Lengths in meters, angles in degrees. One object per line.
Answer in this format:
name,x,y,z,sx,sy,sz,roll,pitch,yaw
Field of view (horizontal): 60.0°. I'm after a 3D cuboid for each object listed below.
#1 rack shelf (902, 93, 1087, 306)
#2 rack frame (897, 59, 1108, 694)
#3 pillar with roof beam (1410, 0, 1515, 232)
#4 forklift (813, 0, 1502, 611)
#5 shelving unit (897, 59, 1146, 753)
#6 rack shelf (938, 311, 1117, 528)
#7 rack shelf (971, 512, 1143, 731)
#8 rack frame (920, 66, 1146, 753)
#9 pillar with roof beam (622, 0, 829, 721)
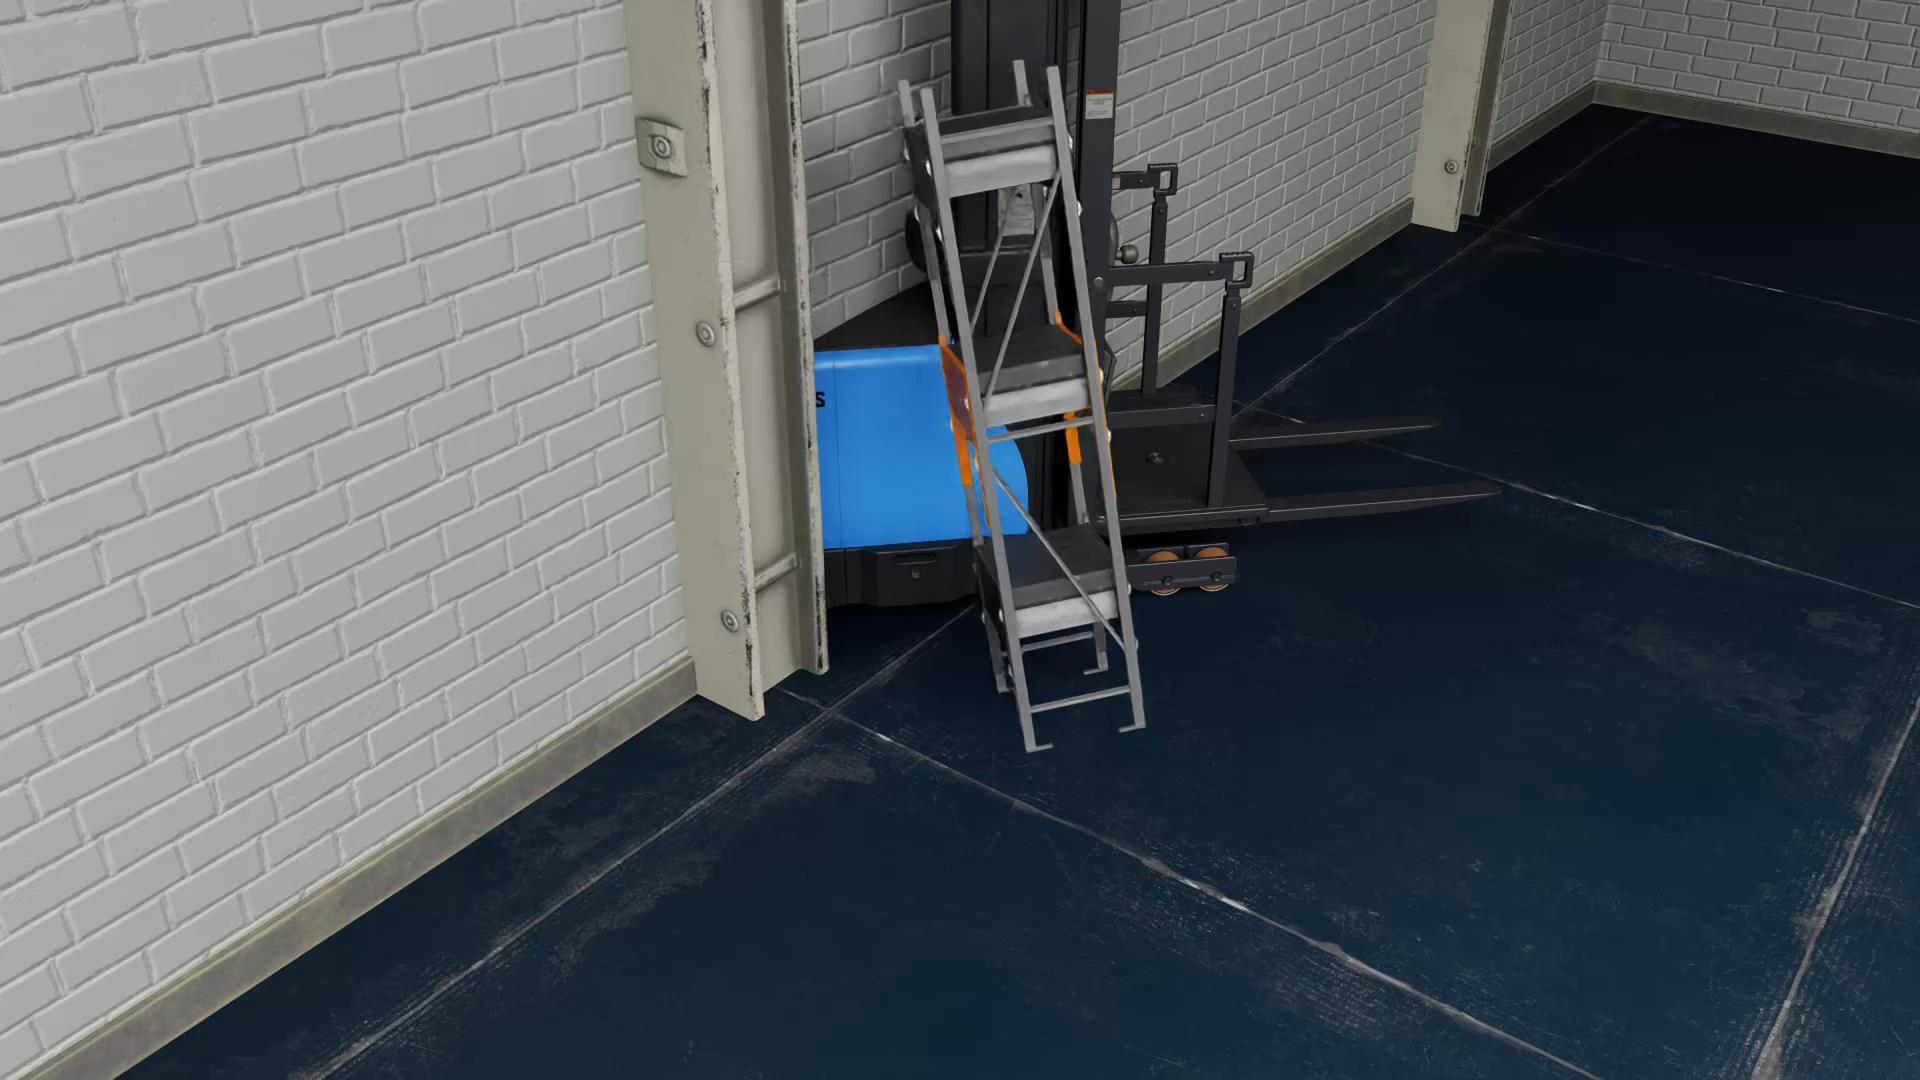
rack shelf,0.098,-1.043,5.046,0.431,0.518,0.480,-12,20,-6
rack frame,0.165,-0.480,5.504,0.400,2.100,0.015,-12,20,-6
pillar with roof beam,6.346,-4.491,5.501,9.100,9.000,0.400,21,37,31
forklift,0.619,-1.310,6.086,3.031,2.935,1.130,-5,31,-8
shelving unit,0.205,-0.405,5.275,0.431,2.100,0.503,-12,20,-6
rack shelf,0.207,-0.392,5.280,0.431,0.518,0.480,-12,20,-6
rack shelf,0.316,0.259,5.513,0.431,0.518,0.480,-12,20,-6
rack frame,0.245,-0.329,5.047,0.400,2.100,0.015,-12,20,-6
pillar with roof beam,2.725,-2.052,1.386,9.100,9.000,0.400,21,37,31
